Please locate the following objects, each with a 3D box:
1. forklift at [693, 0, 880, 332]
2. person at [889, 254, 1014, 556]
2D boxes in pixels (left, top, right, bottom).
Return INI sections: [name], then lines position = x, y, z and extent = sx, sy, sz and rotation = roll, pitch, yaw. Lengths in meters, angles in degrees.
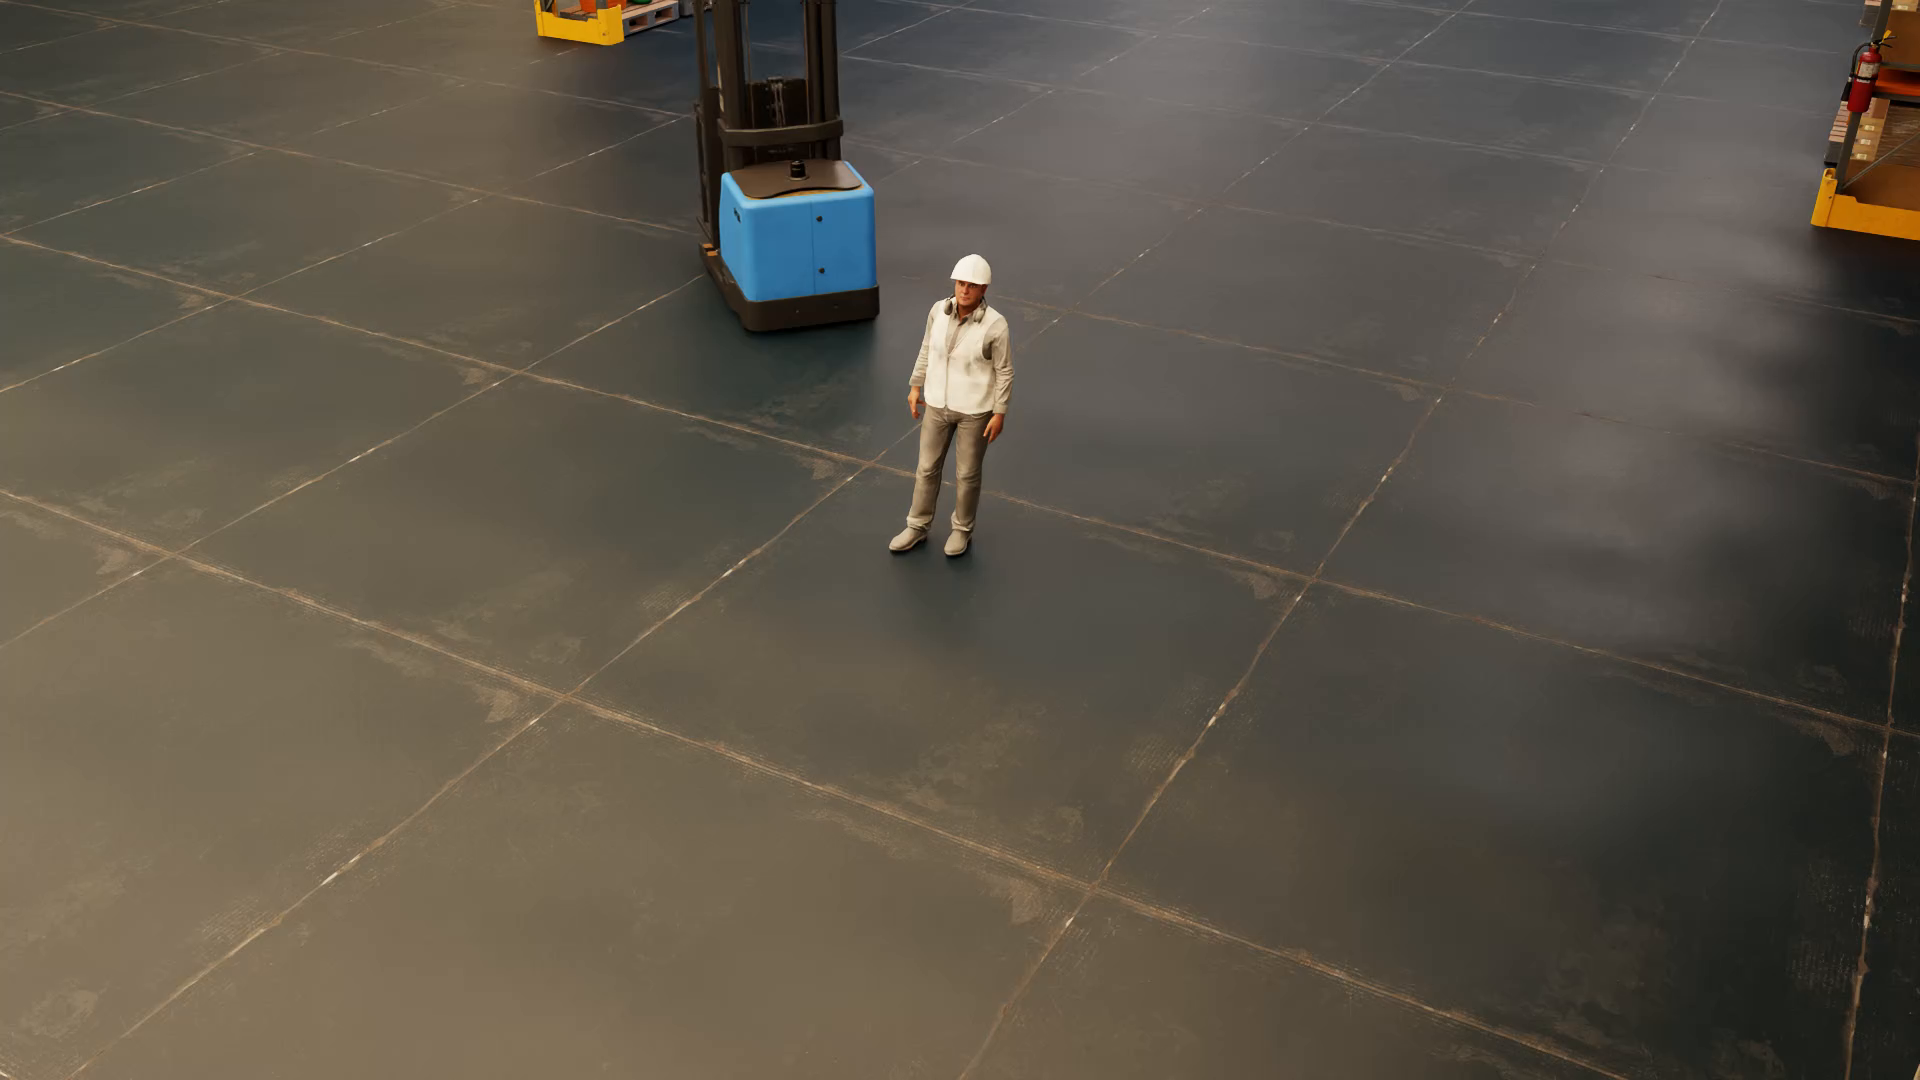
[forklift]
position = -1.570, -3.571, 13.259
extent = 1.130, 2.935, 3.031
rotation = -9, 31, -16
[person]
position = -0.037, -0.749, 9.511
extent = 0.633, 1.775, 0.566
rotation = 15, 33, 25
